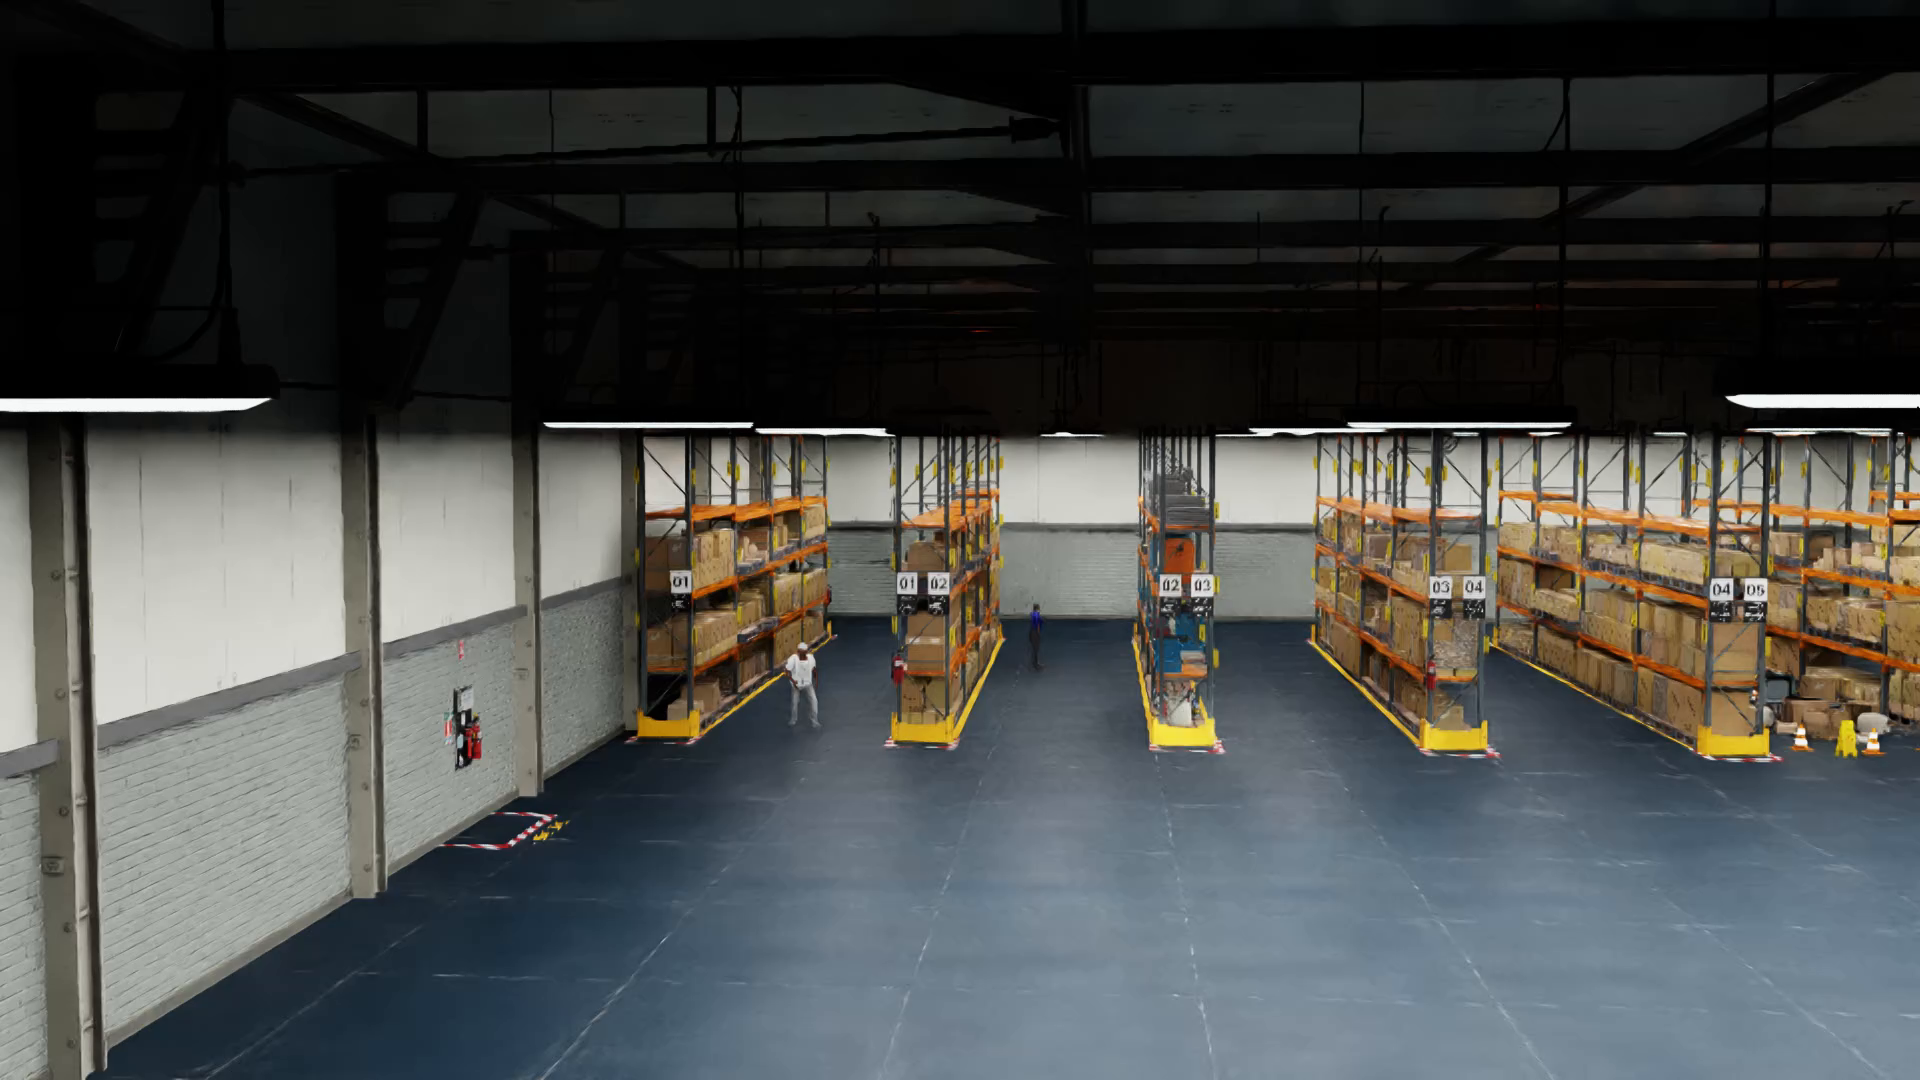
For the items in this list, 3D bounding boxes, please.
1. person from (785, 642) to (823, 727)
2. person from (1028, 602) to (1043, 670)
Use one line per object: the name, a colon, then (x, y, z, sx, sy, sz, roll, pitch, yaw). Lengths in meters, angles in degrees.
person: (-3.134, 2.853, 33.000, 0.704, 1.702, 0.785, -1, 4, -16)
person: (1.920, 2.364, 41.341, 0.441, 1.666, 0.553, -1, 4, -17)
